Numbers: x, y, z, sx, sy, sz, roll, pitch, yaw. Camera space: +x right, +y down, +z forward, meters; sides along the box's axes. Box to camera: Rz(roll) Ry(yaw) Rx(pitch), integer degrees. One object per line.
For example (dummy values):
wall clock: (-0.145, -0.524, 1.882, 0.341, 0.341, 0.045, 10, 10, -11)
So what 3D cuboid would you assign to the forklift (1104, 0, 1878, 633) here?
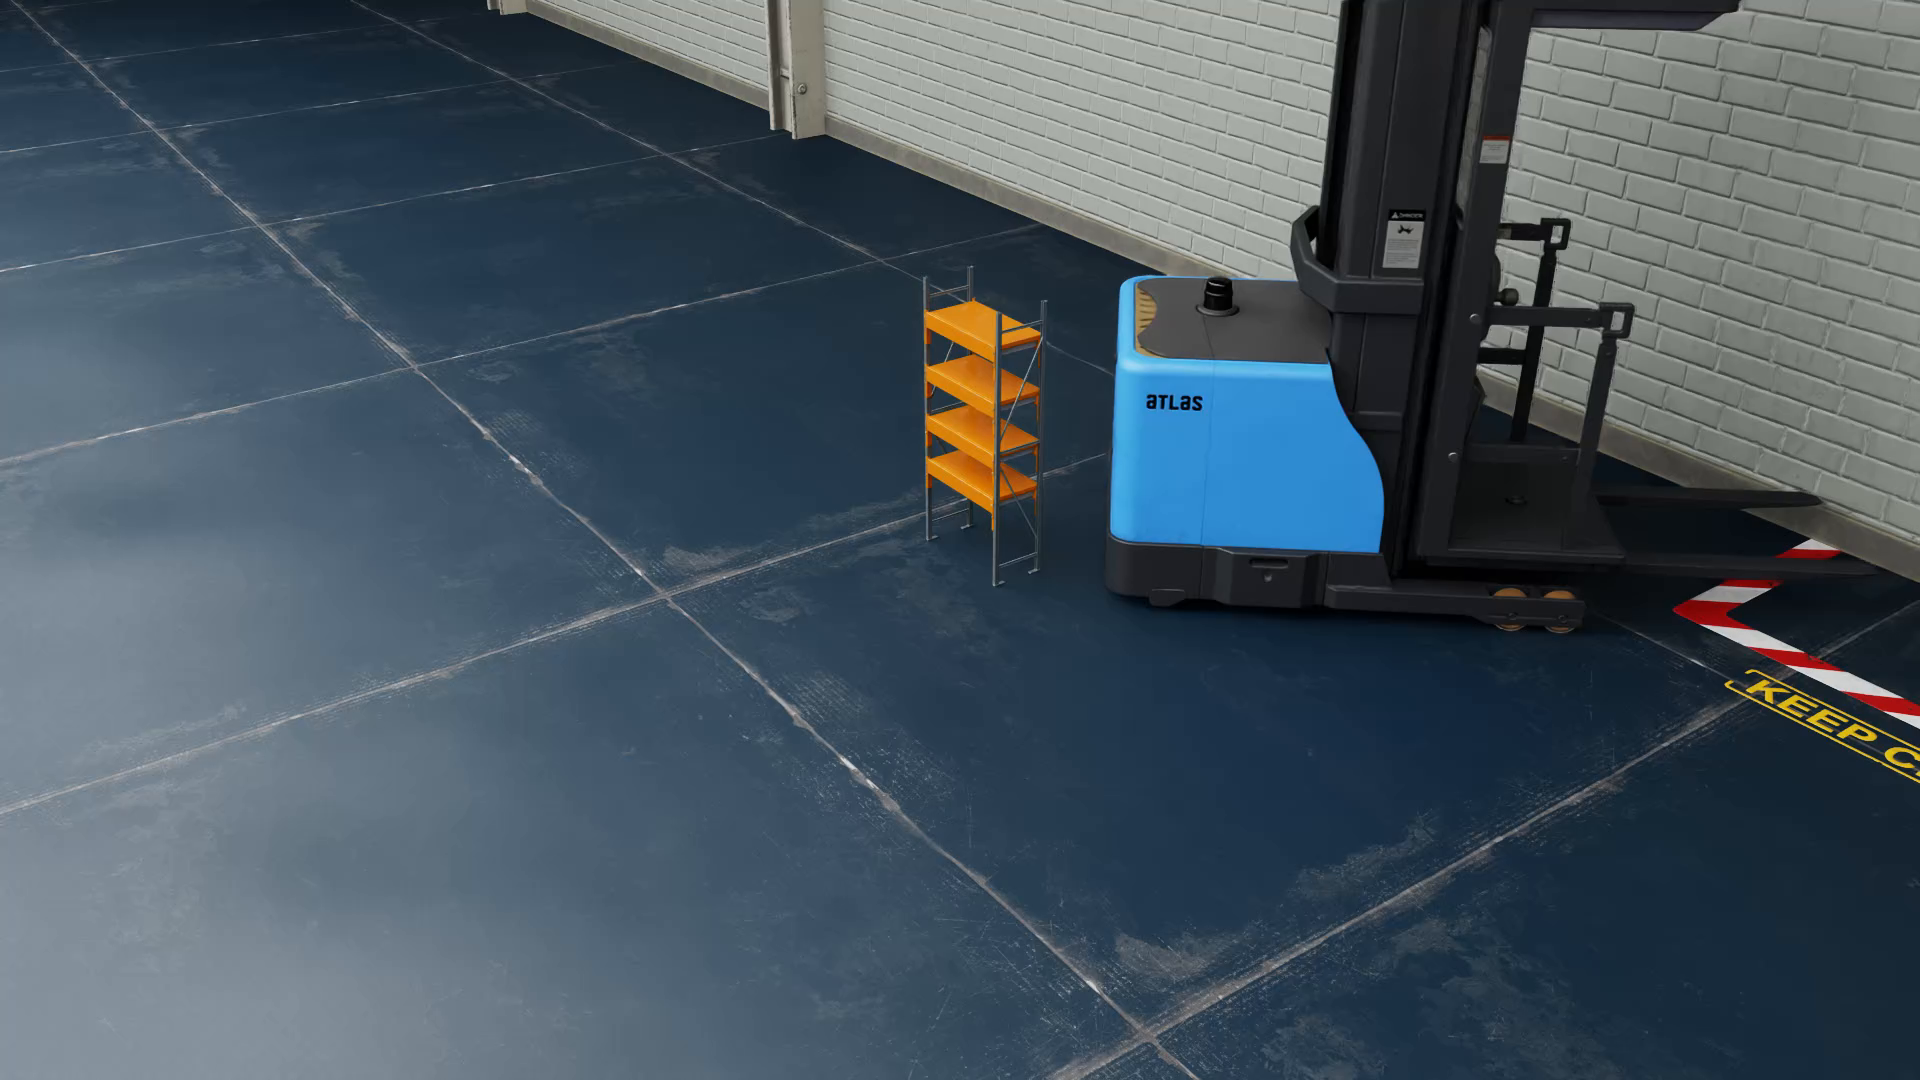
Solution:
forklift: (2.137, -1.186, 6.363, 3.031, 2.935, 1.130, 3, 29, 5)

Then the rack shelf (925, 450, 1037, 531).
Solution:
rack shelf: (0.096, -0.229, 6.972, 0.258, 0.148, 0.480, -19, 34, -31)

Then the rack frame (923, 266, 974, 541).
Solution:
rack frame: (-0.046, -0.558, 7.020, 0.240, 1.200, 0.015, -19, 34, -31)

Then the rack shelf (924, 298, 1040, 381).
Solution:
rack shelf: (0.096, -0.808, 6.658, 0.258, 0.148, 0.480, -19, 34, -31)

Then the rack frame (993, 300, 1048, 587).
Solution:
rack frame: (0.238, -0.368, 6.670, 0.240, 1.200, 0.015, -19, 34, -31)

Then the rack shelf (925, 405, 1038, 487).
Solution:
rack shelf: (0.096, -0.404, 6.877, 0.258, 0.148, 0.480, -19, 34, -31)

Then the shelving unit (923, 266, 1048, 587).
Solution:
shelving unit: (0.096, -0.463, 6.845, 0.258, 1.200, 0.503, -19, 34, -31)

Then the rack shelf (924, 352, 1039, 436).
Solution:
rack shelf: (0.096, -0.600, 6.771, 0.258, 0.148, 0.480, -19, 34, -31)

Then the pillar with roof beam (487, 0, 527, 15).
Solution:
pillar with roof beam: (-8.266, -8.354, 13.203, 9.100, 9.000, 0.400, -19, 34, -31)

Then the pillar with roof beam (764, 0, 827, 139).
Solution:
pillar with roof beam: (-4.786, -6.021, 8.908, 9.100, 9.000, 0.400, -19, 34, -31)
